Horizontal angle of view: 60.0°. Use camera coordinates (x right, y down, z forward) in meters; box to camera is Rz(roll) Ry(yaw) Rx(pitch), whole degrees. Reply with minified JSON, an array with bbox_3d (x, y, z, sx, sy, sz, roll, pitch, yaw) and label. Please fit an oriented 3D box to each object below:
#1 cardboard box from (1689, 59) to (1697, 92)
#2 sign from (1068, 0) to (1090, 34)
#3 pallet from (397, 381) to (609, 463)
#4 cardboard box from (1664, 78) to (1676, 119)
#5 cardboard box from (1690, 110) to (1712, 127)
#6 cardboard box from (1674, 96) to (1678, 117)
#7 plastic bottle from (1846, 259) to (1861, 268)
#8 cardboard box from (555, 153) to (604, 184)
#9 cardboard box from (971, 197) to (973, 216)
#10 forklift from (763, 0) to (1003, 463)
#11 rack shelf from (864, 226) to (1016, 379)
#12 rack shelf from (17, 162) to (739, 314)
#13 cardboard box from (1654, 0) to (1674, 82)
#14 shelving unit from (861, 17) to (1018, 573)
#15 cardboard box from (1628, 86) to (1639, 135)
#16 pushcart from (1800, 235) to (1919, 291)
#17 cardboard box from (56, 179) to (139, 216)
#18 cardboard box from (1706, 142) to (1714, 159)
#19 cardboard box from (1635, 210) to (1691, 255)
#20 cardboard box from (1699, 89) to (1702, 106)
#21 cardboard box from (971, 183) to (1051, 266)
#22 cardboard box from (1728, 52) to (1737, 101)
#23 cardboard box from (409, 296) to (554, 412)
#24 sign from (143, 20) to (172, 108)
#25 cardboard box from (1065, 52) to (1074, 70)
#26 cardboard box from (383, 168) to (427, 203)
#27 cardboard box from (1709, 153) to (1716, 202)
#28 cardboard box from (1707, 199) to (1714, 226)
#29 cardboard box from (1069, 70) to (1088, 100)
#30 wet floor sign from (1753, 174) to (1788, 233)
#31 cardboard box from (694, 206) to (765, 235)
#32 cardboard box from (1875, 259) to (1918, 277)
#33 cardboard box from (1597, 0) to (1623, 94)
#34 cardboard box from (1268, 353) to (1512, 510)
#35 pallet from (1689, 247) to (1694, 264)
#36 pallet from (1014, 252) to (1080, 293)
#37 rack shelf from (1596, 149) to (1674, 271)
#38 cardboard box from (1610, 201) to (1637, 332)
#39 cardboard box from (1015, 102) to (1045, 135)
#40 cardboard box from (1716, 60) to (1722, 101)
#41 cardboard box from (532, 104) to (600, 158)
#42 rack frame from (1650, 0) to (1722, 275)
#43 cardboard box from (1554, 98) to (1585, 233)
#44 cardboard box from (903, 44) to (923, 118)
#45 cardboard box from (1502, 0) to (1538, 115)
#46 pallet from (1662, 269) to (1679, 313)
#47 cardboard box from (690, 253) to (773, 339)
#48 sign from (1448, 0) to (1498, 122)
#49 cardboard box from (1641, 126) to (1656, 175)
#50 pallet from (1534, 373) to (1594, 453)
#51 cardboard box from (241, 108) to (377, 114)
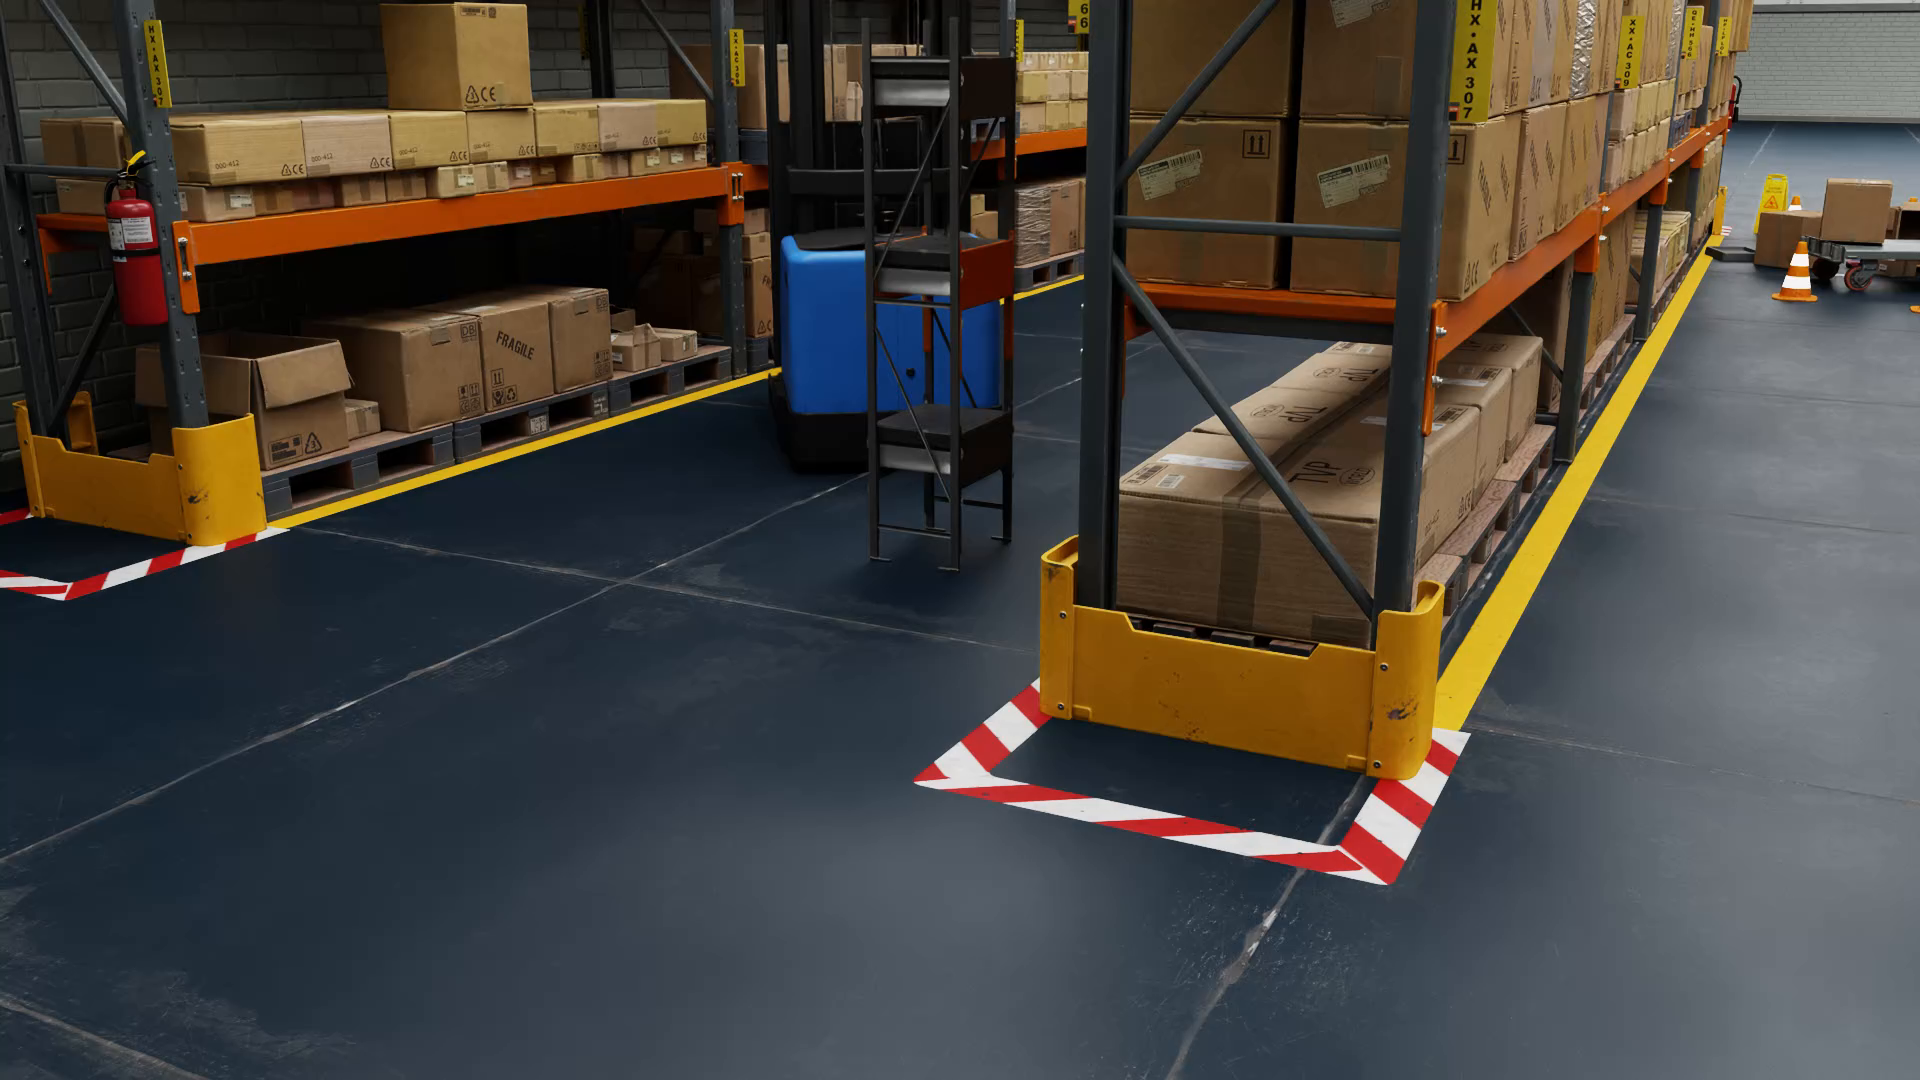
[{"bbox_3d":[5.508,-3.783,13.056,0.500,0.500,0.500,7,18,23],"label":"cardboard box"},{"bbox_3d":[0.358,-1.613,4.737,0.100,0.325,0.005,8,18,25],"label":"sign"},{"bbox_3d":[-2.669,-0.698,9.003,1.003,0.211,1.213,8,18,25],"label":"pallet"},{"bbox_3d":[4.423,-2.922,10.978,0.500,0.250,0.500,8,18,25],"label":"cardboard box"},{"bbox_3d":[6.627,-3.847,15.151,0.380,0.149,0.250,8,18,25],"label":"cardboard box"},{"bbox_3d":[5.043,-3.181,12.170,0.380,0.149,0.250,7,18,22],"label":"cardboard box"},{"bbox_3d":[8.454,-2.610,15.704,0.133,0.061,0.283,12,20,35],"label":"plastic bottle"},{"bbox_3d":[-2.156,-2.017,8.989,0.380,0.149,0.250,8,18,25],"label":"cardboard box"},{"bbox_3d":[-0.119,-2.623,13.100,0.380,0.149,0.250,7,18,23],"label":"cardboard box"},{"bbox_3d":[-0.521,-2.154,9.128,1.130,2.935,3.031,-2,17,-8],"label":"forklift"},{"bbox_3d":[-0.074,-0.951,6.587,0.431,0.518,0.480,8,18,25],"label":"rack shelf"},{"bbox_3d":[-2.711,-1.667,8.632,1.077,0.370,4.000,8,18,25],"label":"rack shelf"},{"bbox_3d":[3.965,-3.014,9.974,0.500,0.500,0.500,8,18,25],"label":"cardboard box"},{"bbox_3d":[-0.074,-0.964,6.583,0.431,2.100,0.503,8,18,25],"label":"shelving unit"},{"bbox_3d":[3.281,-2.271,8.788,0.500,0.250,0.500,8,19,26],"label":"cardboard box"},{"bbox_3d":[8.261,-2.394,14.422,1.648,0.377,0.936,2,17,6],"label":"pushcart"},{"bbox_3d":[-3.697,-1.501,7.249,0.380,0.149,0.250,8,18,25],"label":"cardboard box"},{"bbox_3d":[7.042,-3.753,16.028,0.380,0.149,0.250,9,19,27],"label":"cardboard box"},{"bbox_3d":[5.967,-2.736,14.846,0.950,0.372,0.625,8,18,26],"label":"cardboard box"},{"bbox_3d":[6.000,-3.708,13.944,0.380,0.149,0.250,8,18,24],"label":"cardboard box"},{"bbox_3d":[0.261,-2.760,14.483,0.875,0.625,0.625,9,19,27],"label":"cardboard box"},{"bbox_3d":[7.991,-4.965,17.773,0.500,0.500,0.500,8,18,24],"label":"cardboard box"},{"bbox_3d":[-2.504,-0.984,8.721,0.500,0.500,0.500,8,19,26],"label":"cardboard box"},{"bbox_3d":[-3.119,-1.848,6.459,0.100,0.325,0.005,8,18,25],"label":"sign"},{"bbox_3d":[0.777,-4.216,14.634,0.380,0.149,0.250,8,18,26],"label":"cardboard box"},{"bbox_3d":[-2.773,-1.698,7.914,0.380,0.149,0.250,8,19,26],"label":"cardboard box"},{"bbox_3d":[7.400,-3.692,16.960,0.500,0.500,0.500,8,18,24],"label":"cardboard box"},{"bbox_3d":[7.628,-3.459,17.495,0.500,0.250,0.500,8,18,26],"label":"cardboard box"},{"bbox_3d":[0.861,-4.048,14.771,0.500,0.250,0.500,8,18,24],"label":"cardboard box"},{"bbox_3d":[9.029,-3.731,18.453,0.232,0.644,0.267,-15,22,-41],"label":"wet floor sign"},{"bbox_3d":[-1.473,-2.043,10.626,0.380,0.149,0.250,8,18,24],"label":"cardboard box"},{"bbox_3d":[8.484,-2.552,15.151,0.258,0.266,0.396,-4,17,-13],"label":"cardboard box"},{"bbox_3d":[2.661,-2.263,7.442,0.500,0.500,0.500,8,18,25],"label":"cardboard box"},{"bbox_3d":[1.849,-0.489,7.166,0.875,0.438,0.875,8,18,24],"label":"cardboard box"},{"bbox_3d":[6.468,-2.767,15.971,1.003,0.211,1.213,8,18,25],"label":"pallet"},{"bbox_3d":[0.373,-2.408,14.761,1.003,0.211,1.213,8,18,25],"label":"pallet"},{"bbox_3d":[3.518,-2.055,9.939,1.077,0.370,4.000,8,18,25],"label":"rack shelf"},{"bbox_3d":[4.029,-1.927,11.238,0.875,0.875,0.875,8,18,25],"label":"cardboard box"},{"bbox_3d":[0.387,-3.550,13.972,0.500,0.250,0.500,8,18,26],"label":"cardboard box"},{"bbox_3d":[6.849,-4.326,15.624,0.500,0.500,0.500,8,18,25],"label":"cardboard box"},{"bbox_3d":[-2.272,-2.176,8.825,0.500,0.250,0.500,8,18,25],"label":"cardboard box"},{"bbox_3d":[6.199,-3.928,14.983,1.000,3.000,0.127,8,18,25],"label":"rack frame"},{"bbox_3d":[2.210,-1.526,6.719,0.500,0.500,0.500,8,18,25],"label":"cardboard box"},{"bbox_3d":[-0.594,-3.352,12.122,0.797,0.503,0.637,8,18,24],"label":"cardboard box"},{"bbox_3d":[1.531,-1.618,5.271,0.500,0.500,0.500,8,18,24],"label":"cardboard box"},{"bbox_3d":[5.309,-2.081,13.661,1.003,0.211,1.213,8,18,25],"label":"pallet"},{"bbox_3d":[-1.400,-1.619,10.859,0.500,0.500,0.500,9,19,28],"label":"cardboard box"},{"bbox_3d":[1.331,-1.253,4.314,0.100,0.325,0.005,8,18,25],"label":"sign"},{"bbox_3d":[3.762,-2.284,9.709,0.500,0.250,0.500,8,18,24],"label":"cardboard box"},{"bbox_3d":[2.902,-0.760,9.213,1.003,0.211,1.213,8,18,25],"label":"pallet"},{"bbox_3d":[-3.180,-1.981,8.166,0.500,0.250,0.500,9,19,27],"label":"cardboard box"}]
